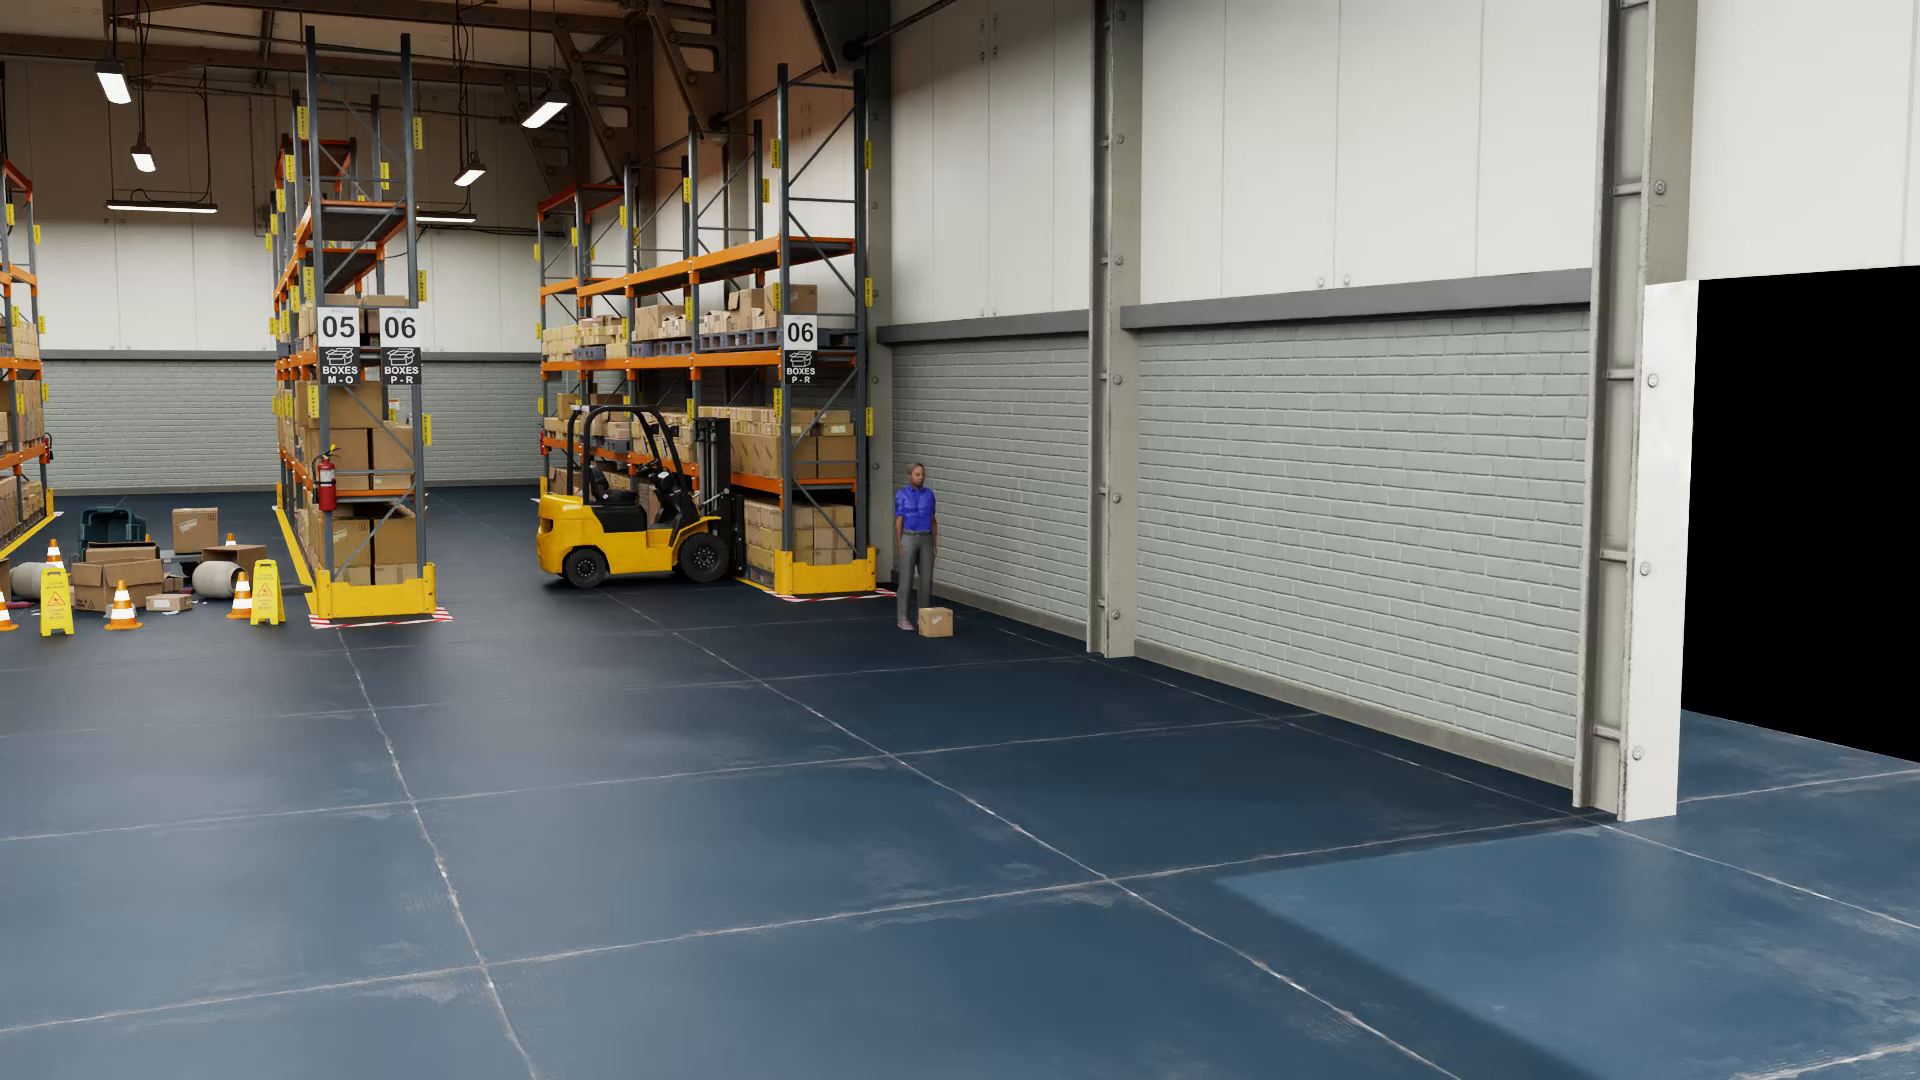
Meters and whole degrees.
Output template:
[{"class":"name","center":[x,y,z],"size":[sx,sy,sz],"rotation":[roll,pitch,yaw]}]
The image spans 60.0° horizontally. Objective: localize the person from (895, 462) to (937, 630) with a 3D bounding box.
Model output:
[{"class":"person","center":[-0.428,0.076,16.482],"size":[0.435,1.699,0.346],"rotation":[-2,6,-22]}]
